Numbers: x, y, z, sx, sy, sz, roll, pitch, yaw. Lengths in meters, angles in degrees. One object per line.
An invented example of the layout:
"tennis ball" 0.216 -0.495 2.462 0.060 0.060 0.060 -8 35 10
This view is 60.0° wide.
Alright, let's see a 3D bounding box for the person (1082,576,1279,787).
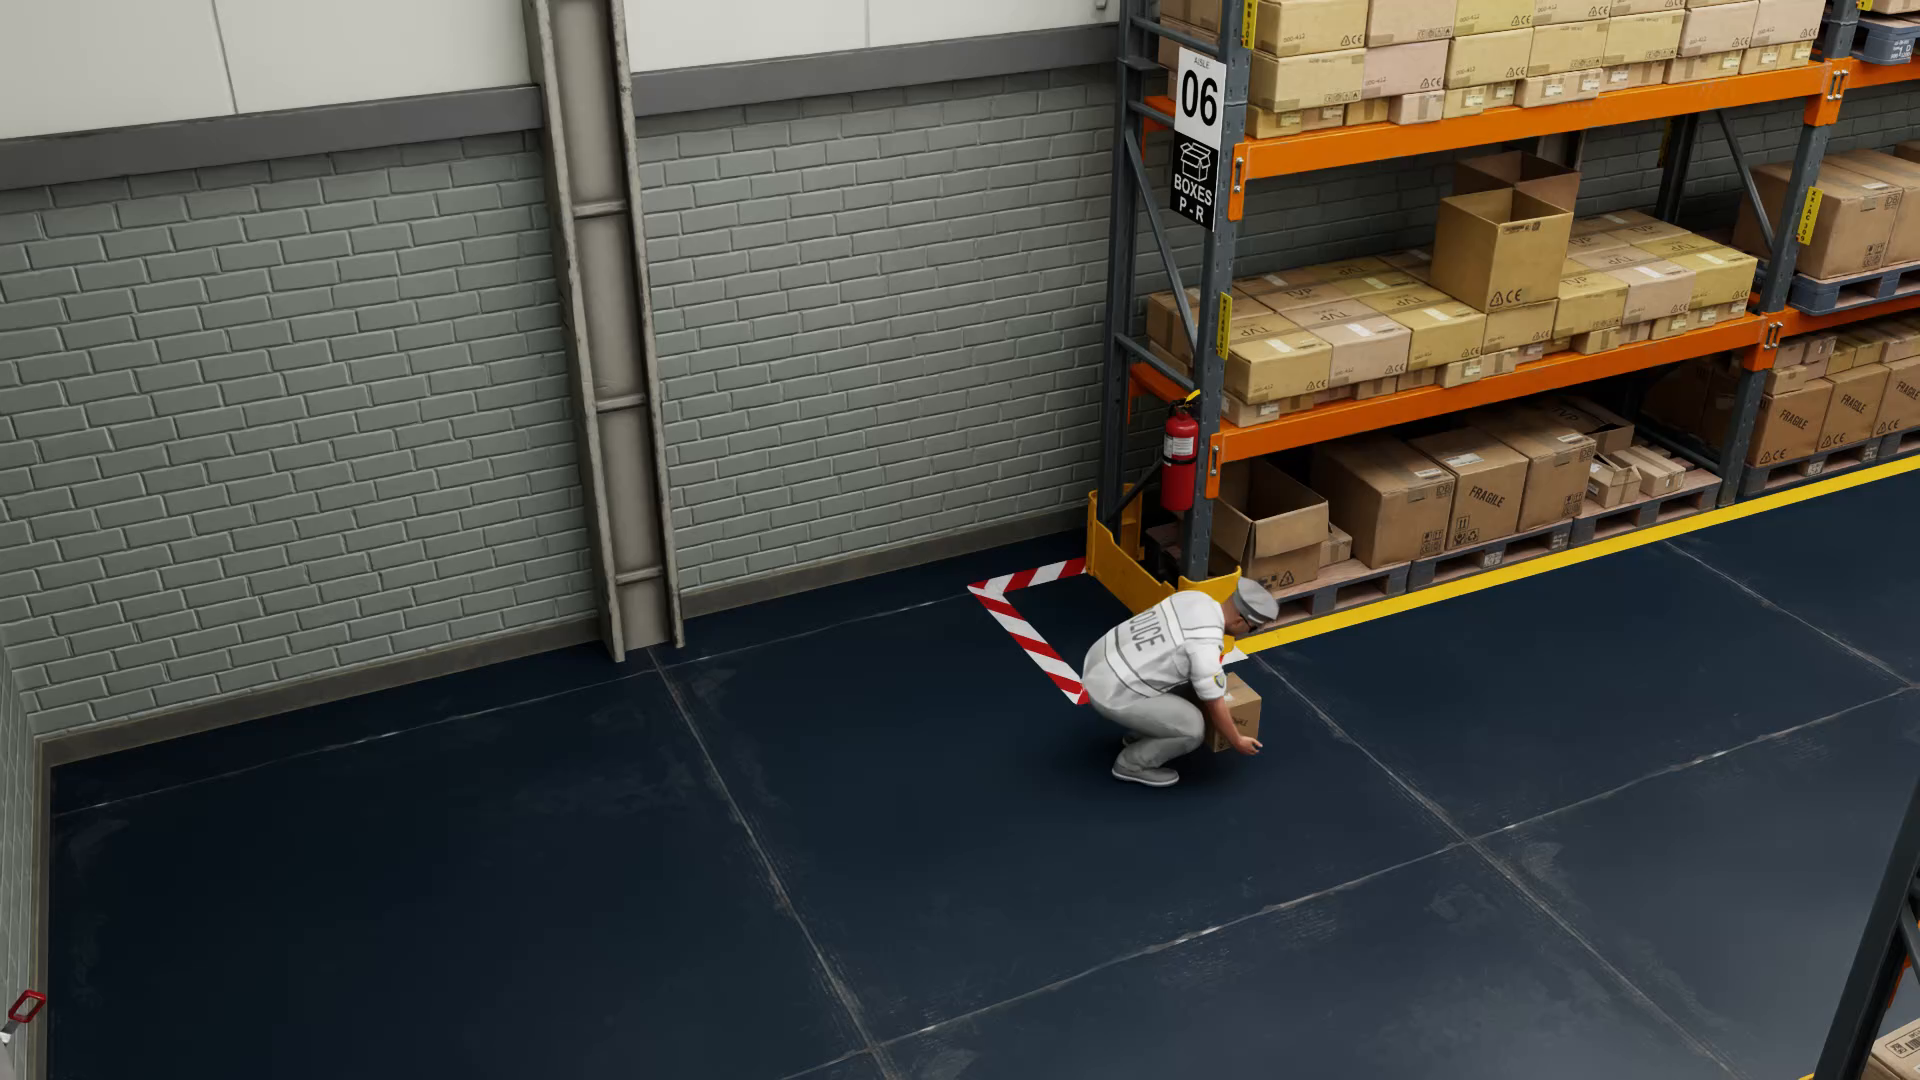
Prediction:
"person" 1.049 0.668 8.045 0.905 0.987 0.576 4 29 7
